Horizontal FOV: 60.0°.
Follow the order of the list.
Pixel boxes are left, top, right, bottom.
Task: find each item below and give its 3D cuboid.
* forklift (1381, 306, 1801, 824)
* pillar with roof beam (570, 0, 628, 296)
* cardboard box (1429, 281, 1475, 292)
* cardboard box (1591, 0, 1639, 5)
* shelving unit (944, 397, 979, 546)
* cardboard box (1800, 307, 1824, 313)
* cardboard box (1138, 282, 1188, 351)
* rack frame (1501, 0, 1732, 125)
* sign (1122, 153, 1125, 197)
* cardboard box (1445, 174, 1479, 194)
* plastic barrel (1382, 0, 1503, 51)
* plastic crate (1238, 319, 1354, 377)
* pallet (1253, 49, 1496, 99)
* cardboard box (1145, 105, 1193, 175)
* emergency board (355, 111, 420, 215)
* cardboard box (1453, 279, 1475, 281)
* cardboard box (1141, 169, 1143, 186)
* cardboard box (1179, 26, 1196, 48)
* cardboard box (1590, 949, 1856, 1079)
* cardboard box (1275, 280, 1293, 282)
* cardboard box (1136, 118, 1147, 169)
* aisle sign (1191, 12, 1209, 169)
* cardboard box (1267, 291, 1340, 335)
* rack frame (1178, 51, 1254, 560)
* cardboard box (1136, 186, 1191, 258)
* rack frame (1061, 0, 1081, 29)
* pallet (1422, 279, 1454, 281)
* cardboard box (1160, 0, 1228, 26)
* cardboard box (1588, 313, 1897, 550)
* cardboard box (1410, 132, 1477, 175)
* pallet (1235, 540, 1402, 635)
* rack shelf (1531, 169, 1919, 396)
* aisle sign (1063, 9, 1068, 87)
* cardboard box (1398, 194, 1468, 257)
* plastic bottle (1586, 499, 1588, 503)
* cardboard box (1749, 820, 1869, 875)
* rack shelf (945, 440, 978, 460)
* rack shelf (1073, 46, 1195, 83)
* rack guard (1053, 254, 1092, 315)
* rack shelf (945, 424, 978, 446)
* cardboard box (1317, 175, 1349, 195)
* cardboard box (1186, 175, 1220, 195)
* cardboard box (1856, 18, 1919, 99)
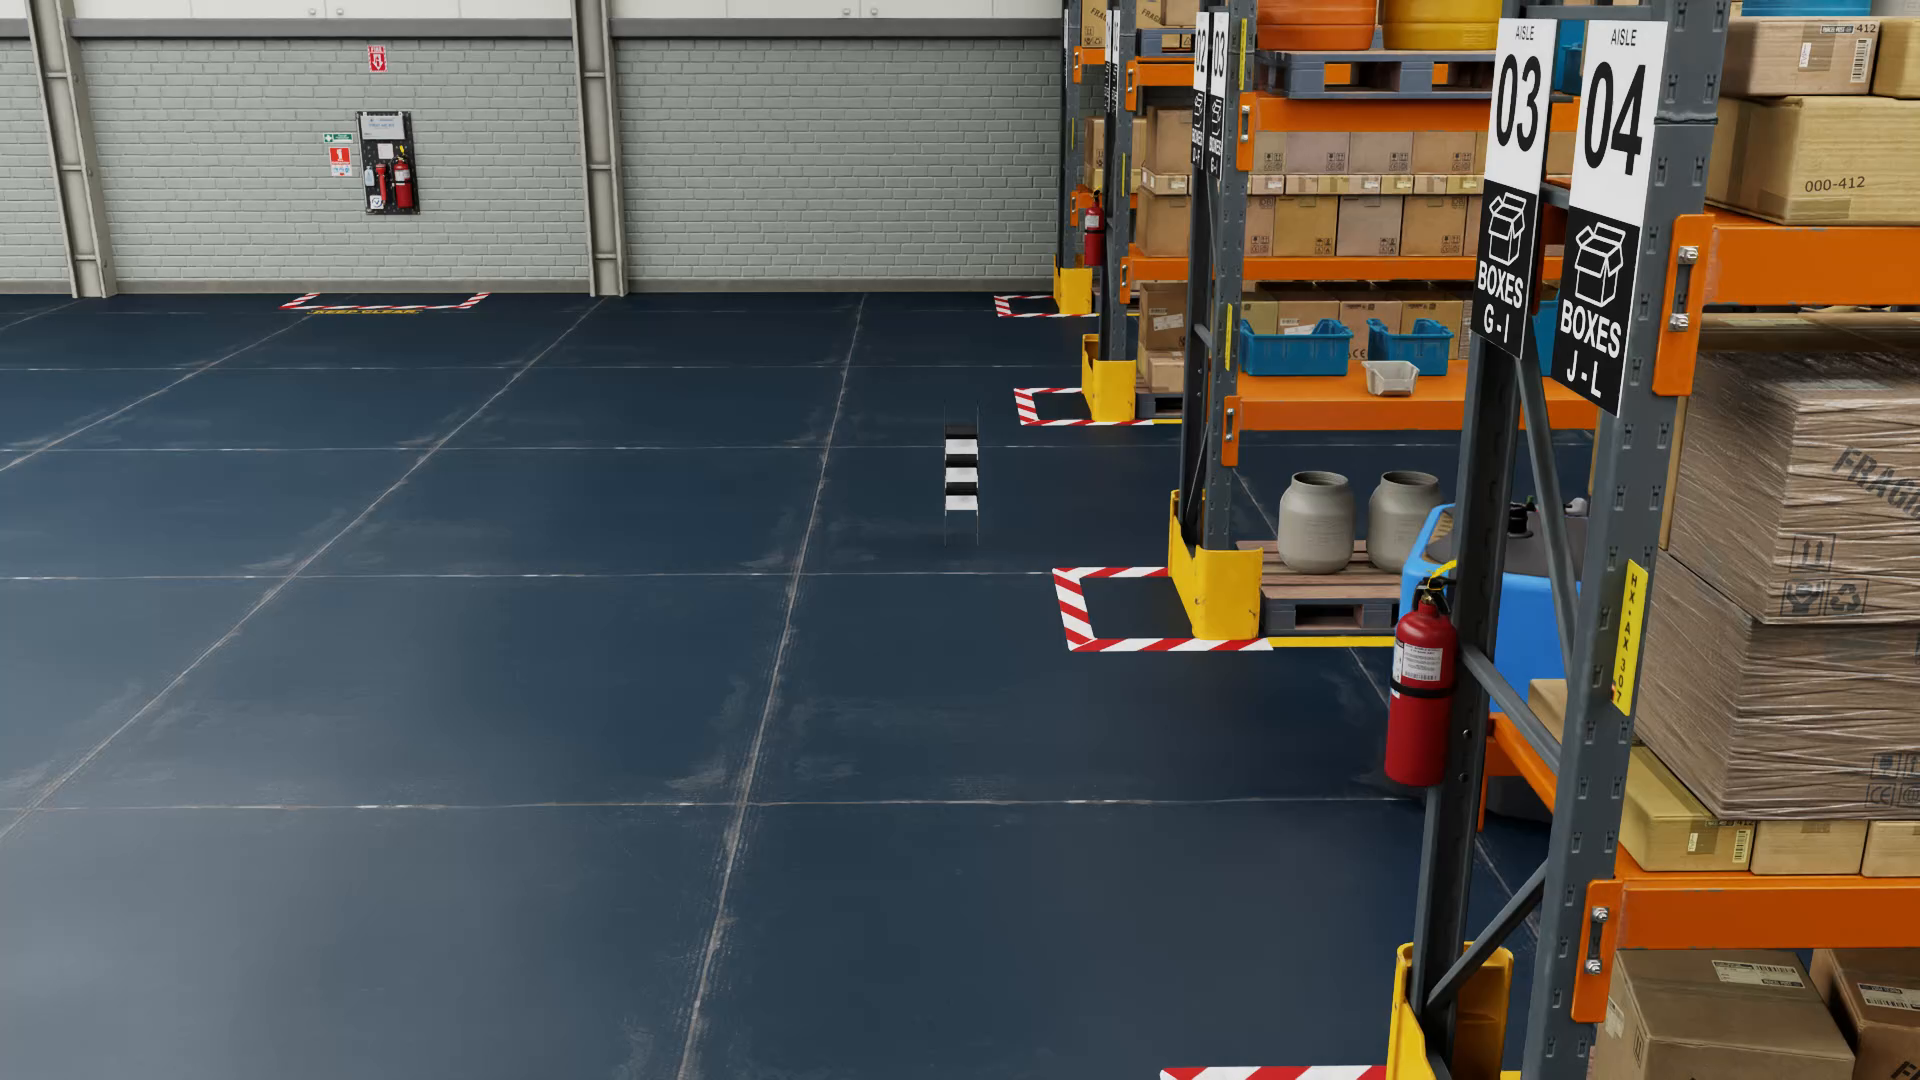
[{"bbox_3d":[3.362,-0.243,6.506,3.031,2.935,1.130,7,19,21],"label":"forklift"},{"bbox_3d":[-4.055,-5.863,14.093,0.400,9.000,9.100,0,18,-1],"label":"pillar with roof beam"},{"bbox_3d":[4.303,-1.925,14.225,0.500,0.500,0.500,0,18,-1],"label":"cardboard box"},{"bbox_3d":[6.971,-5.762,17.837,0.500,0.500,0.500,-1,18,-3],"label":"cardboard box"},{"bbox_3d":[0.008,-0.429,10.410,0.210,0.900,0.258,0,18,-1],"label":"shelving unit"},{"bbox_3d":[7.194,-1.844,14.280,0.500,0.311,0.500,0,18,-2],"label":"cardboard box"},{"bbox_3d":[1.804,-1.911,14.181,0.500,0.500,0.500,0,18,-1],"label":"cardboard box"},{"bbox_3d":[1.425,-2.401,3.300,0.127,3.000,1.000,0,18,-1],"label":"rack frame"},{"bbox_3d":[1.275,-2.850,12.975,0.005,0.325,0.100,0,18,-1],"label":"sign"},{"bbox_3d":[3.986,-2.875,13.372,0.250,0.149,0.380,0,18,-1],"label":"cardboard box"},{"bbox_3d":[2.485,-2.819,8.519,0.600,0.588,0.600,0,18,0],"label":"plastic barrel"},{"bbox_3d":[1.842,-1.080,9.247,0.616,0.251,0.499,0,18,-1],"label":"plastic crate"},{"bbox_3d":[2.175,-2.369,8.422,1.213,0.211,1.003,0,18,-1],"label":"pallet"},{"bbox_3d":[1.792,-3.234,13.430,0.500,0.500,0.700,0,18,-1],"label":"cardboard box"},{"bbox_3d":[-6.594,-4.321,19.107,0.643,1.169,0.194,0,18,-1],"label":"emergency board"},{"bbox_3d":[5.926,-3.130,18.766,0.500,0.500,0.700,0,18,1],"label":"cardboard box"},{"bbox_3d":[2.202,-3.933,18.111,0.500,0.250,0.500,-1,18,-3],"label":"cardboard box"},{"bbox_3d":[2.585,-5.489,17.640,0.500,0.500,0.500,1,18,2],"label":"cardboard box"},{"bbox_3d":[2.050,1.448,4.527,0.500,0.500,0.500,3,18,9],"label":"cardboard box"},{"bbox_3d":[3.590,-2.952,18.788,0.250,0.149,0.380,-2,18,-5],"label":"cardboard box"},{"bbox_3d":[2.167,-4.288,17.988,0.500,0.500,0.500,0,18,-1],"label":"cardboard box"},{"bbox_3d":[1.270,-2.385,8.816,0.004,0.787,0.394,0,18,-1],"label":"aisle sign"},{"bbox_3d":[2.812,-1.762,13.715,0.500,0.500,0.500,0,18,-1],"label":"cardboard box"},{"bbox_3d":[1.347,-1.057,8.932,0.127,3.000,1.000,0,18,-1],"label":"rack frame"},{"bbox_3d":[1.739,-2.616,13.627,0.500,0.500,0.700,0,18,-1],"label":"cardboard box"},{"bbox_3d":[1.190,-6.939,17.448,0.127,3.000,1.000,0,18,-1],"label":"rack frame"},{"bbox_3d":[5.968,-2.778,18.863,1.213,0.211,1.003,0,18,-1],"label":"pallet"},{"bbox_3d":[1.847,-4.315,13.093,0.637,0.503,0.797,1,18,3],"label":"cardboard box"},{"bbox_3d":[1.971,-0.288,4.246,0.500,0.500,0.500,0,18,-1],"label":"cardboard box"},{"bbox_3d":[3.822,-3.245,13.466,0.500,0.500,0.700,0,18,-1],"label":"cardboard box"},{"bbox_3d":[2.234,0.254,9.411,1.213,0.211,1.003,0,18,-1],"label":"pallet"},{"bbox_3d":[3.425,-0.640,3.898,4.000,0.370,1.077,0,18,-1],"label":"rack shelf"},{"bbox_3d":[1.123,-5.229,17.680,0.004,0.787,0.394,0,18,-1],"label":"aisle sign"},{"bbox_3d":[3.799,-2.627,13.662,0.500,0.500,0.700,0,18,0],"label":"cardboard box"},{"bbox_3d":[3.733,-0.143,9.700,0.185,0.351,0.144,0,18,1],"label":"plastic bottle"},{"bbox_3d":[1.964,0.651,4.017,0.250,0.149,0.380,0,18,-1],"label":"cardboard box"},{"bbox_3d":[0.008,-0.568,10.365,0.200,0.077,0.258,0,18,-1],"label":"rack shelf"},{"bbox_3d":[3.190,-5.178,18.046,4.000,0.370,1.077,0,18,-1],"label":"rack shelf"},{"bbox_3d":[1.266,-2.893,18.747,0.348,0.500,1.175,0,18,-1],"label":"rack guard"},{"bbox_3d":[0.008,-0.654,10.338,0.200,0.077,0.258,0,18,-1],"label":"rack shelf"},{"bbox_3d":[2.956,-2.869,13.356,0.250,0.149,0.380,-1,18,-2],"label":"cardboard box"},{"bbox_3d":[1.932,-2.865,13.341,0.250,0.149,0.380,-1,18,-2],"label":"cardboard box"},{"bbox_3d":[1.965,-0.993,3.416,0.250,0.149,0.380,0,18,0],"label":"cardboard box"}]
